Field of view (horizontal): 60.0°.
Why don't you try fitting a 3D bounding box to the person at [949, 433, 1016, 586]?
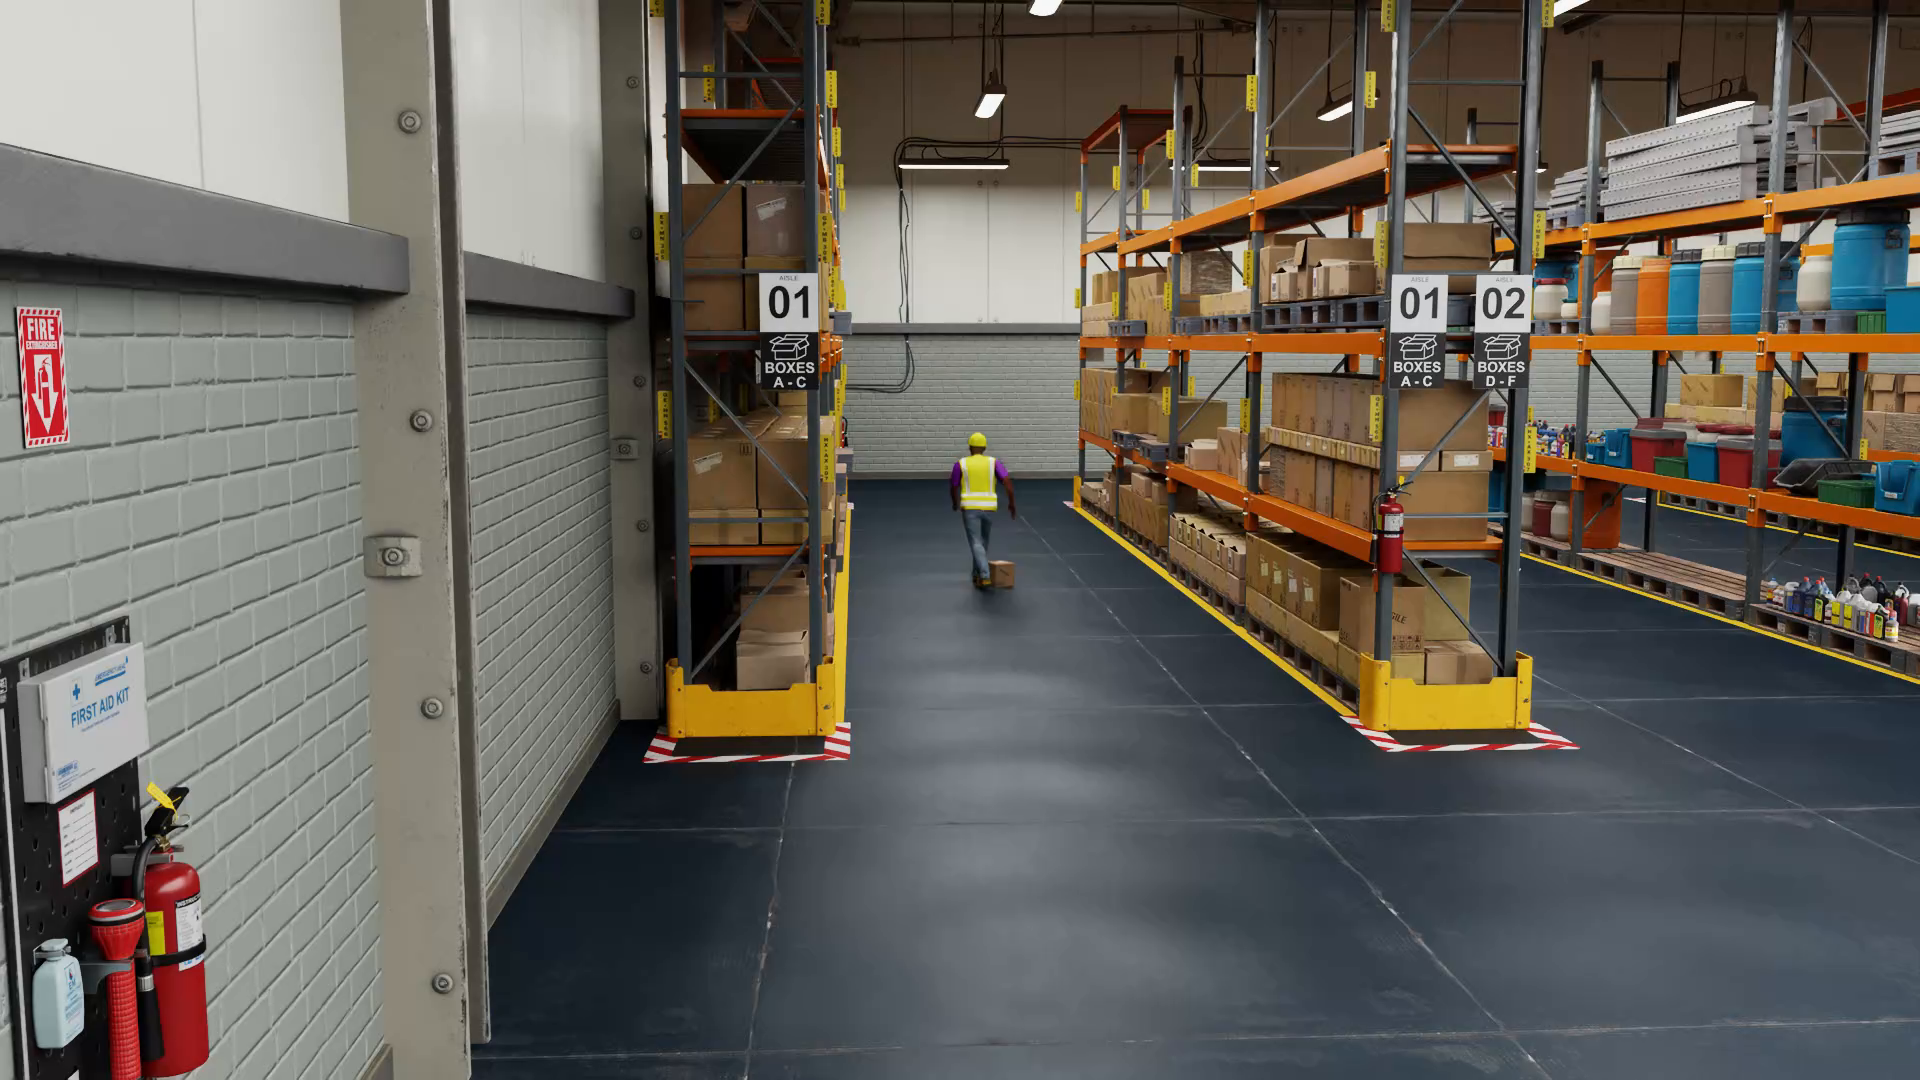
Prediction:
[{"bbox_3d":[0.252,-0.307,18.638,0.719,1.780,0.956,-2,7,-14],"label":"person"}]
